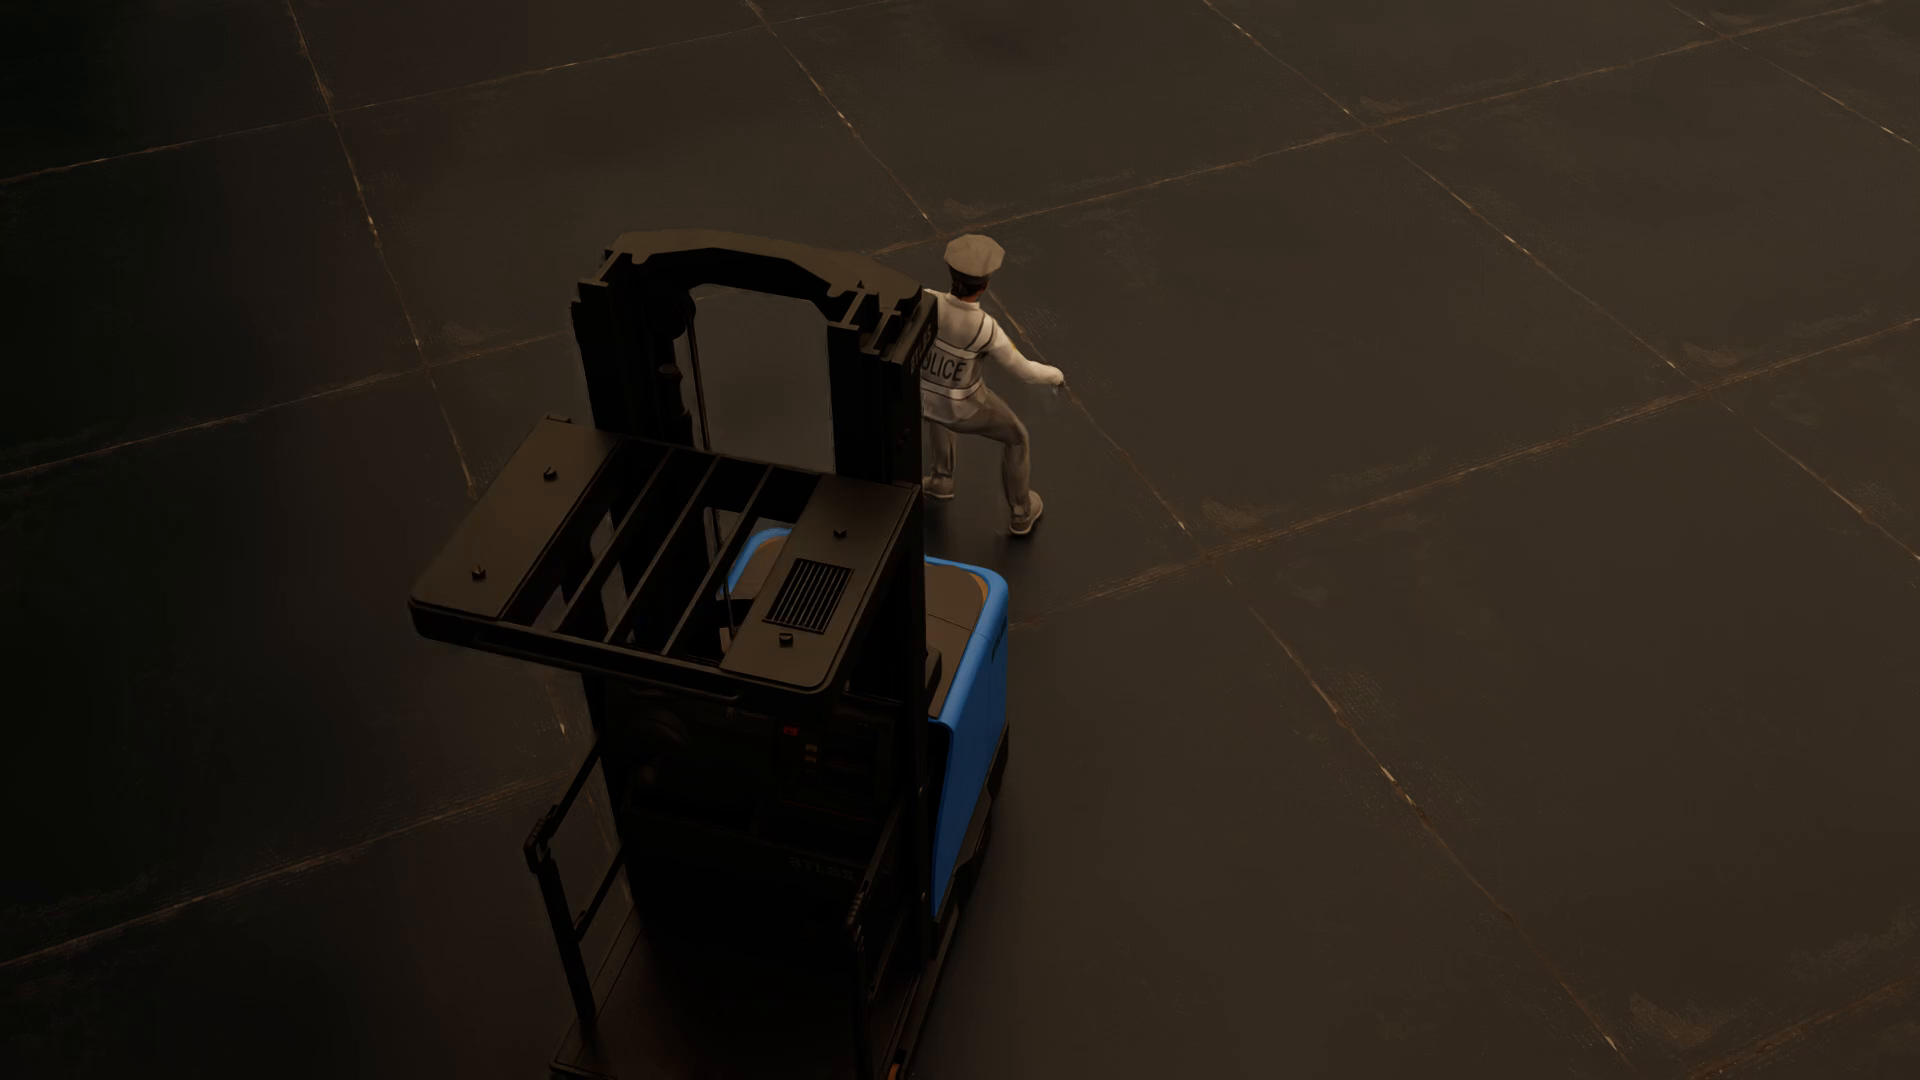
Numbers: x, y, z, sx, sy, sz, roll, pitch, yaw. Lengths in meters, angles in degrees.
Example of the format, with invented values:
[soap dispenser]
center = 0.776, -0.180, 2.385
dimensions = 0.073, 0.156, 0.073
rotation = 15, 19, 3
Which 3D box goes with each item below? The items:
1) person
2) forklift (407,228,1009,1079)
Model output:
[person]
center = 0.053, -0.708, 7.453
dimensions = 0.716, 1.538, 0.555
rotation = 18, 46, 18
[forklift]
center = -0.706, 0.705, 4.925
dimensions = 1.130, 2.935, 3.031
rotation = 11, 44, 12
